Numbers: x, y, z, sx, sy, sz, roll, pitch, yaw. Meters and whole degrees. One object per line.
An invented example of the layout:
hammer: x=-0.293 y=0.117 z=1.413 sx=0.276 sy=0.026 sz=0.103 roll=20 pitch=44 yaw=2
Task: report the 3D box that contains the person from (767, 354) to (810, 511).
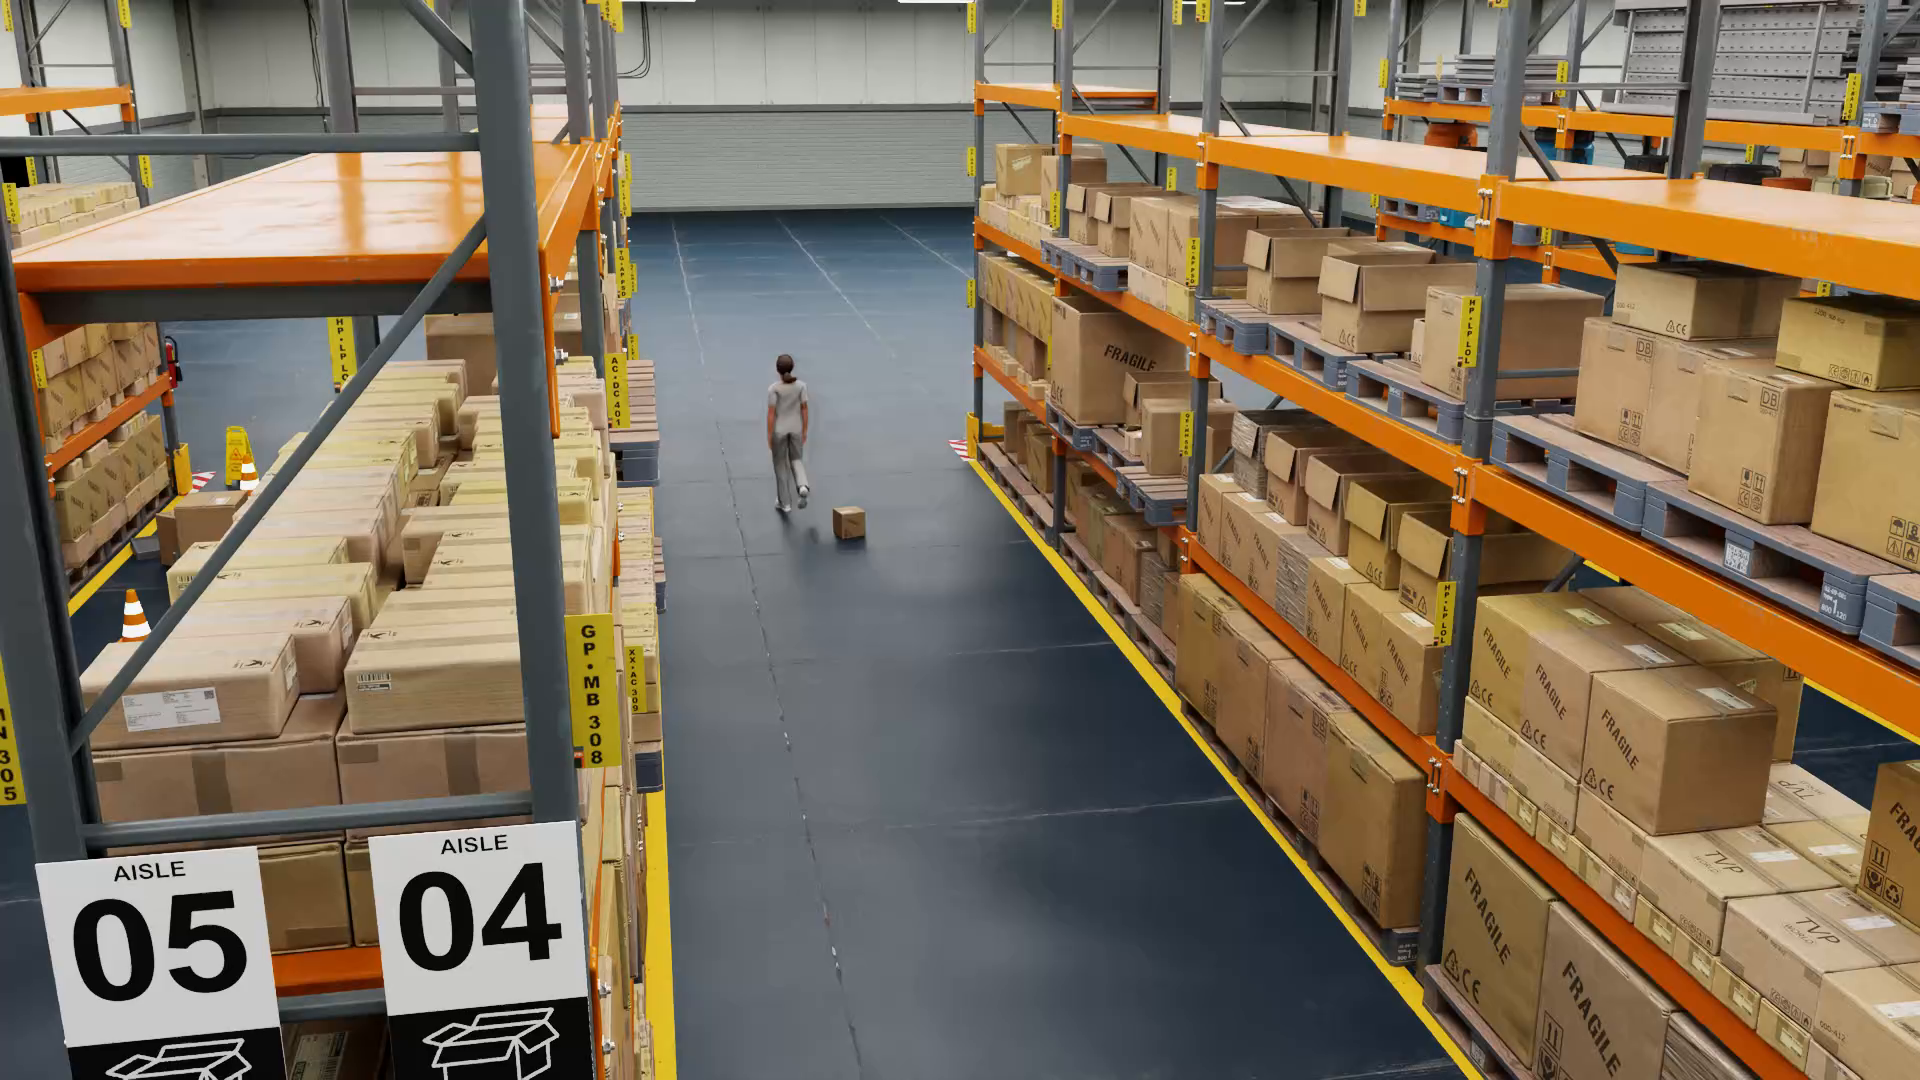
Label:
person: x=-1.772 y=-1.101 z=17.200 sx=0.444 sy=1.660 sz=0.589 roll=-7 pitch=18 yaw=-23
